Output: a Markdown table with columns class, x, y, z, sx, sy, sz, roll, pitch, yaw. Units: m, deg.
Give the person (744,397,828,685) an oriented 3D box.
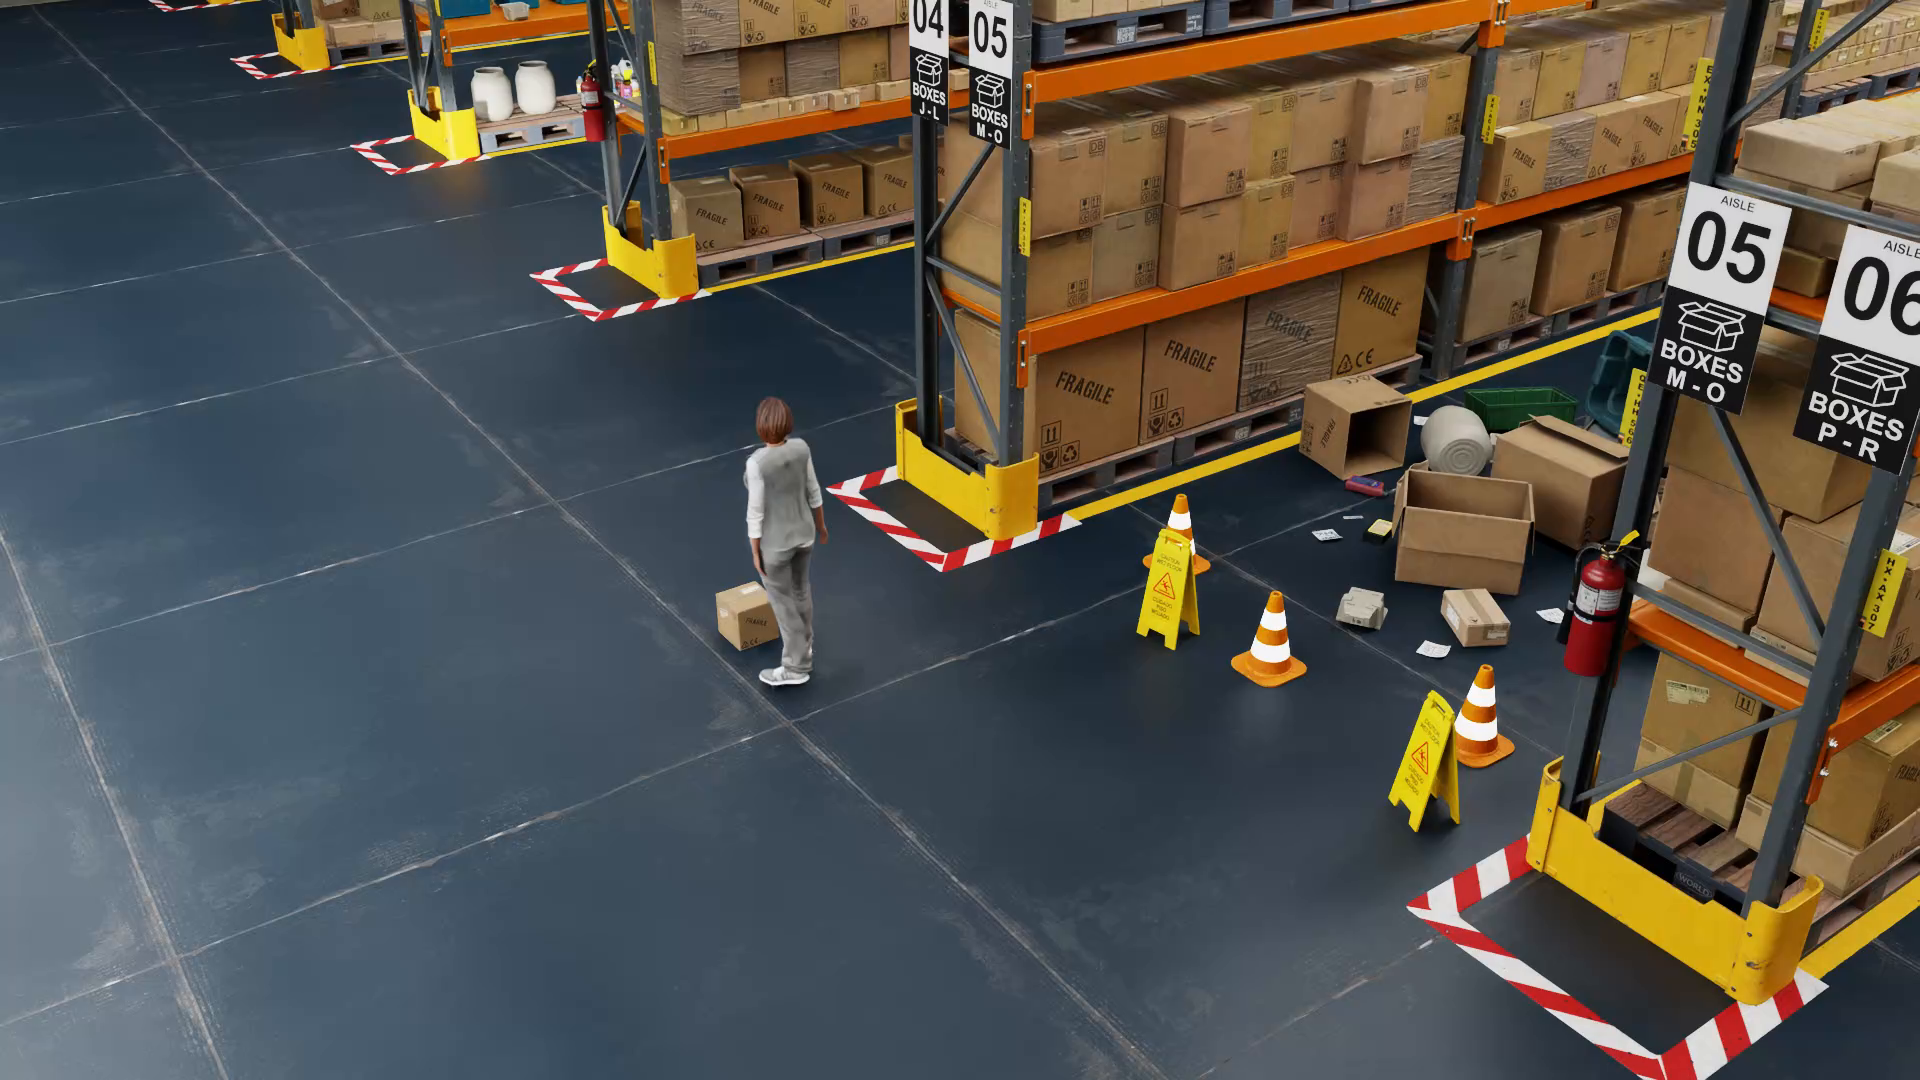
| class | x | y | z | sx | sy | sz | roll | pitch | yaw |
| --- | --- | --- | --- | --- | --- | --- | --- | --- | --- |
| person | -0.935 | -0.017 | 8.637 | 0.489 | 1.601 | 0.480 | -25 | 38 | -37 |
